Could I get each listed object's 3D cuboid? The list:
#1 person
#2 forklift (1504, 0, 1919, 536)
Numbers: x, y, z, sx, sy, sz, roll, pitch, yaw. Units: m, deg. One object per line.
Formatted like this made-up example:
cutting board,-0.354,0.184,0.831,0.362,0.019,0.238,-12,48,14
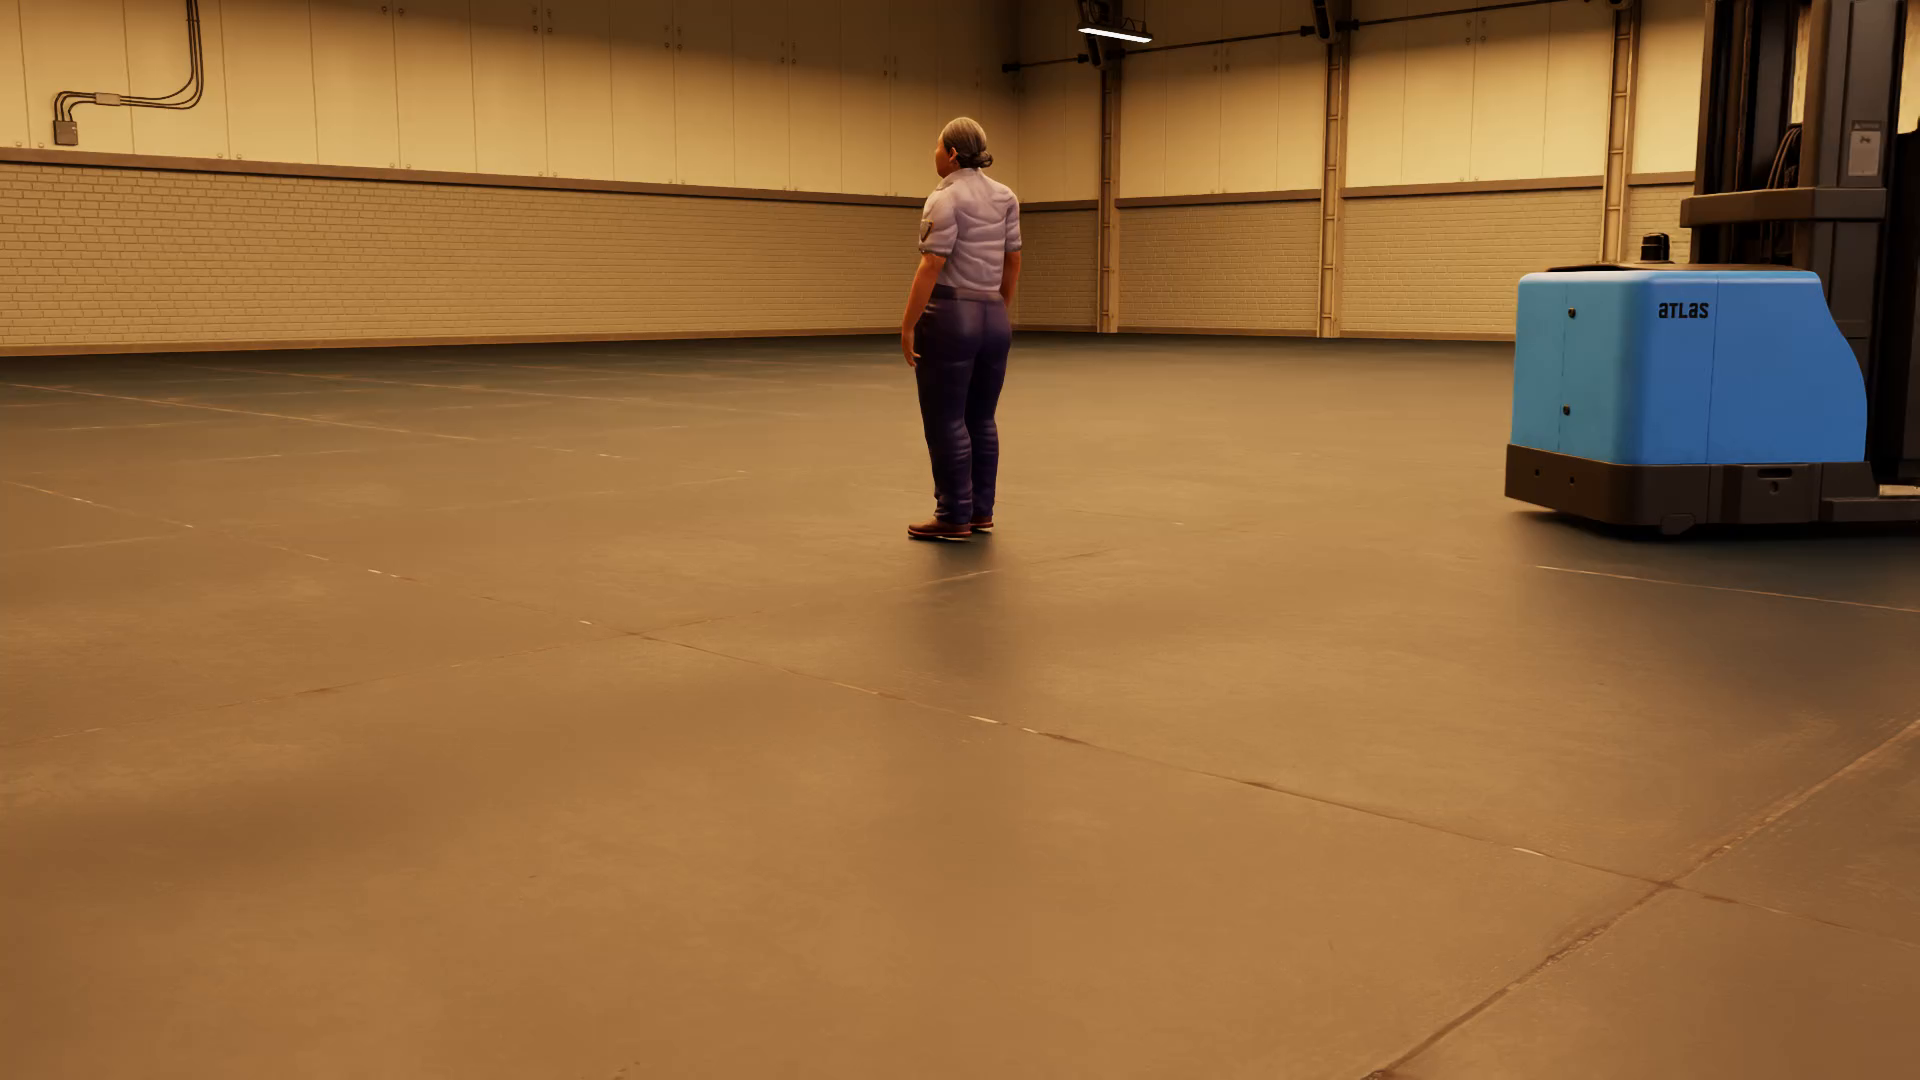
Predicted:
person,-0.048,-0.835,6.671,0.503,1.651,0.598,8,12,43
forklift,4.034,-1.544,7.125,3.031,2.935,1.130,-1,9,-8
